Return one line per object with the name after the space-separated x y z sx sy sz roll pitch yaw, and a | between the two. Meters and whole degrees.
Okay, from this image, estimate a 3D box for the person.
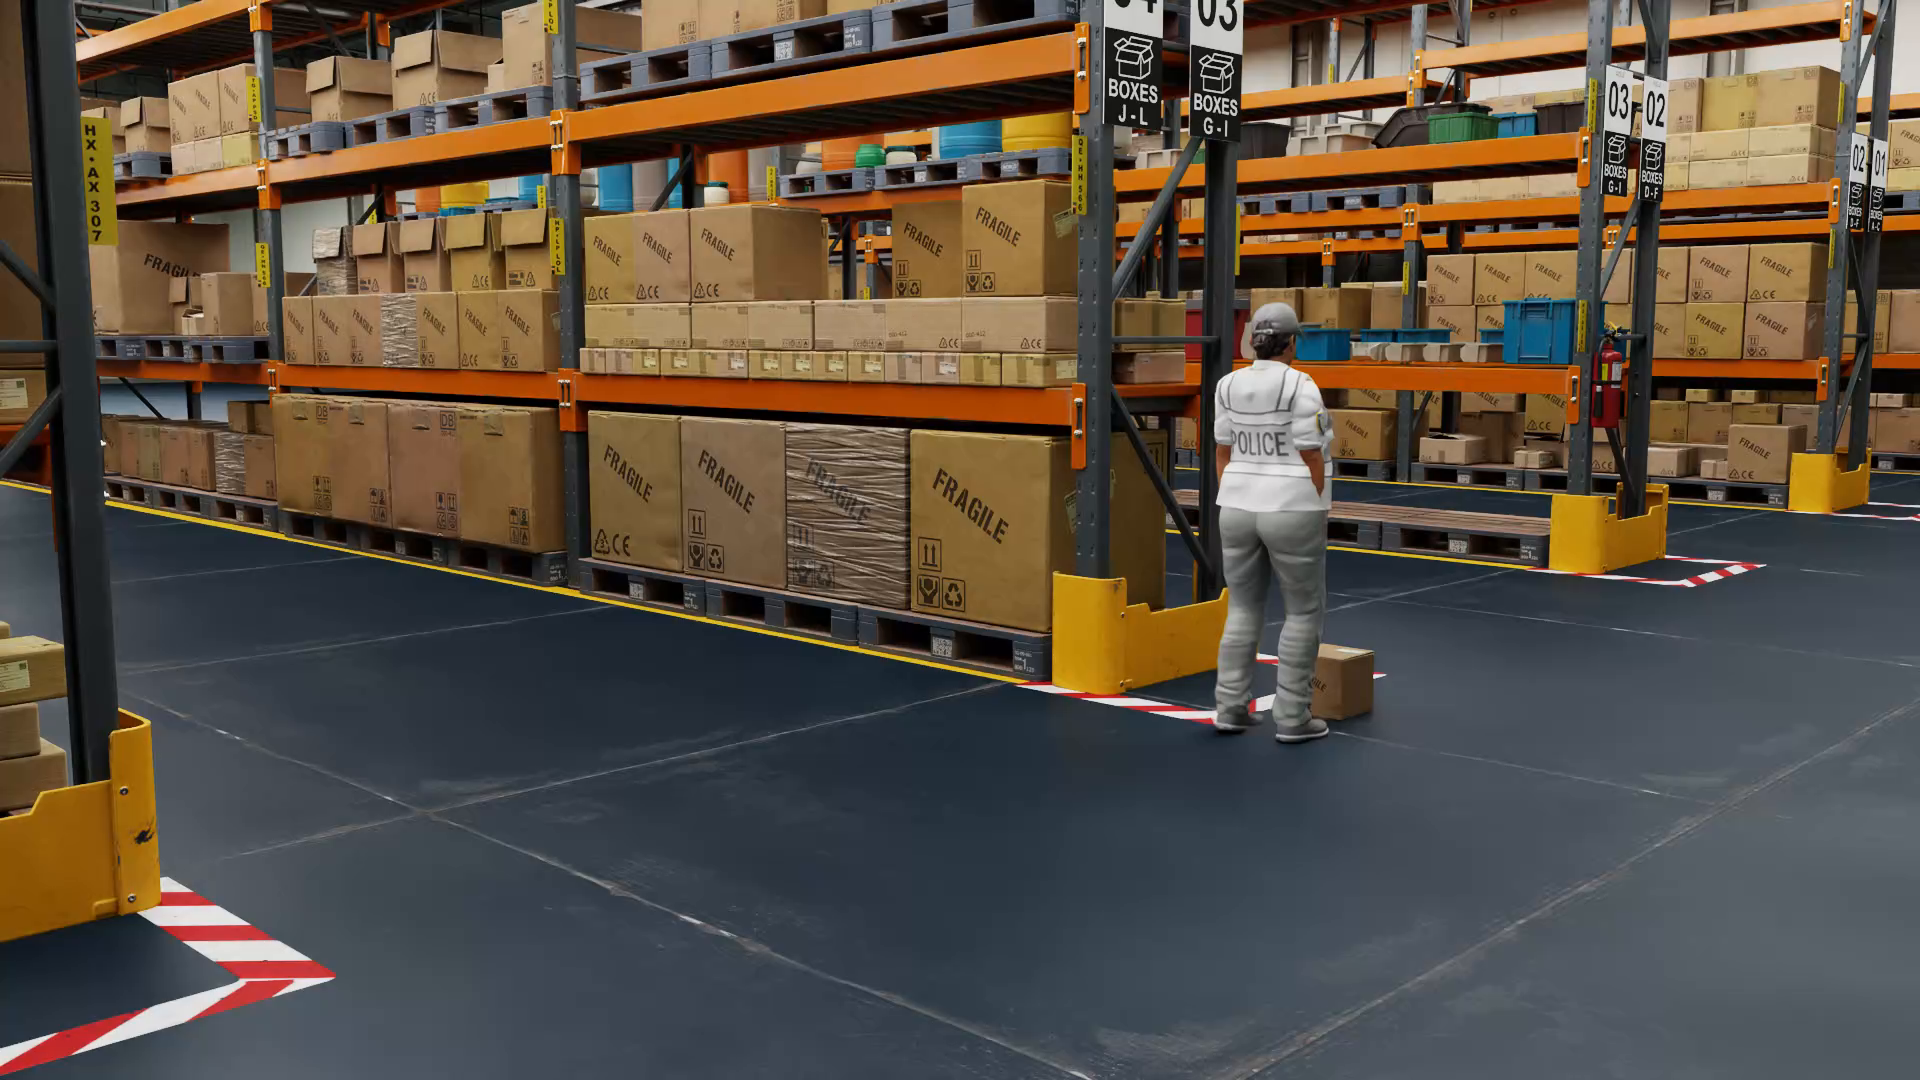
1.197 -0.068 6.377 0.468 1.670 0.390 7 10 42 | person
